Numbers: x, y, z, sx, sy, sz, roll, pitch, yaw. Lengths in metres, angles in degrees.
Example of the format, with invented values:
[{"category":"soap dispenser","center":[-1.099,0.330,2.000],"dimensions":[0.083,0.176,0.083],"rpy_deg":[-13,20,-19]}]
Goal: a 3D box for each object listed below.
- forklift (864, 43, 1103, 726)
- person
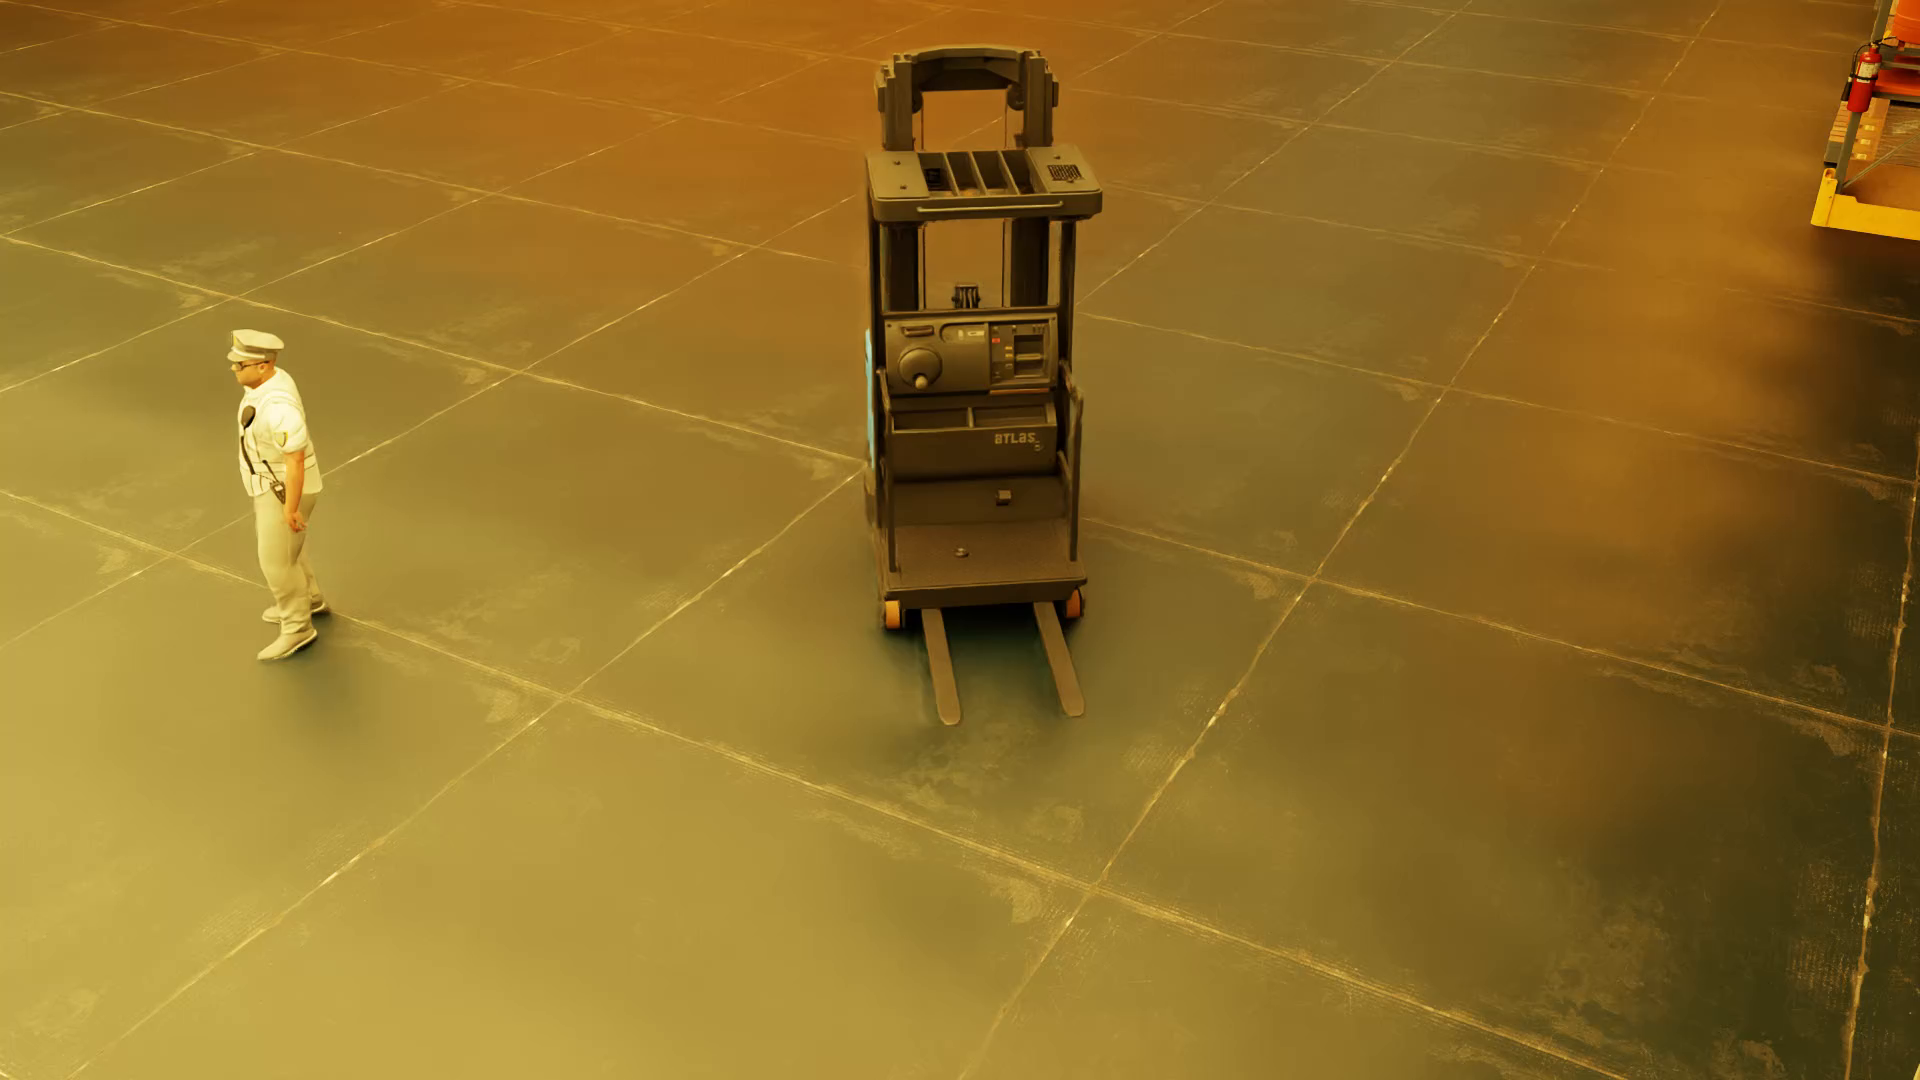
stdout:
[{"category":"forklift","center":[0.091,-0.956,8.727],"dimensions":[1.130,2.935,3.031],"rpy_deg":[-3,30,-6]},{"category":"person","center":[-3.620,-0.264,8.720],"dimensions":[0.511,1.801,0.620],"rpy_deg":[-14,33,-23]}]
